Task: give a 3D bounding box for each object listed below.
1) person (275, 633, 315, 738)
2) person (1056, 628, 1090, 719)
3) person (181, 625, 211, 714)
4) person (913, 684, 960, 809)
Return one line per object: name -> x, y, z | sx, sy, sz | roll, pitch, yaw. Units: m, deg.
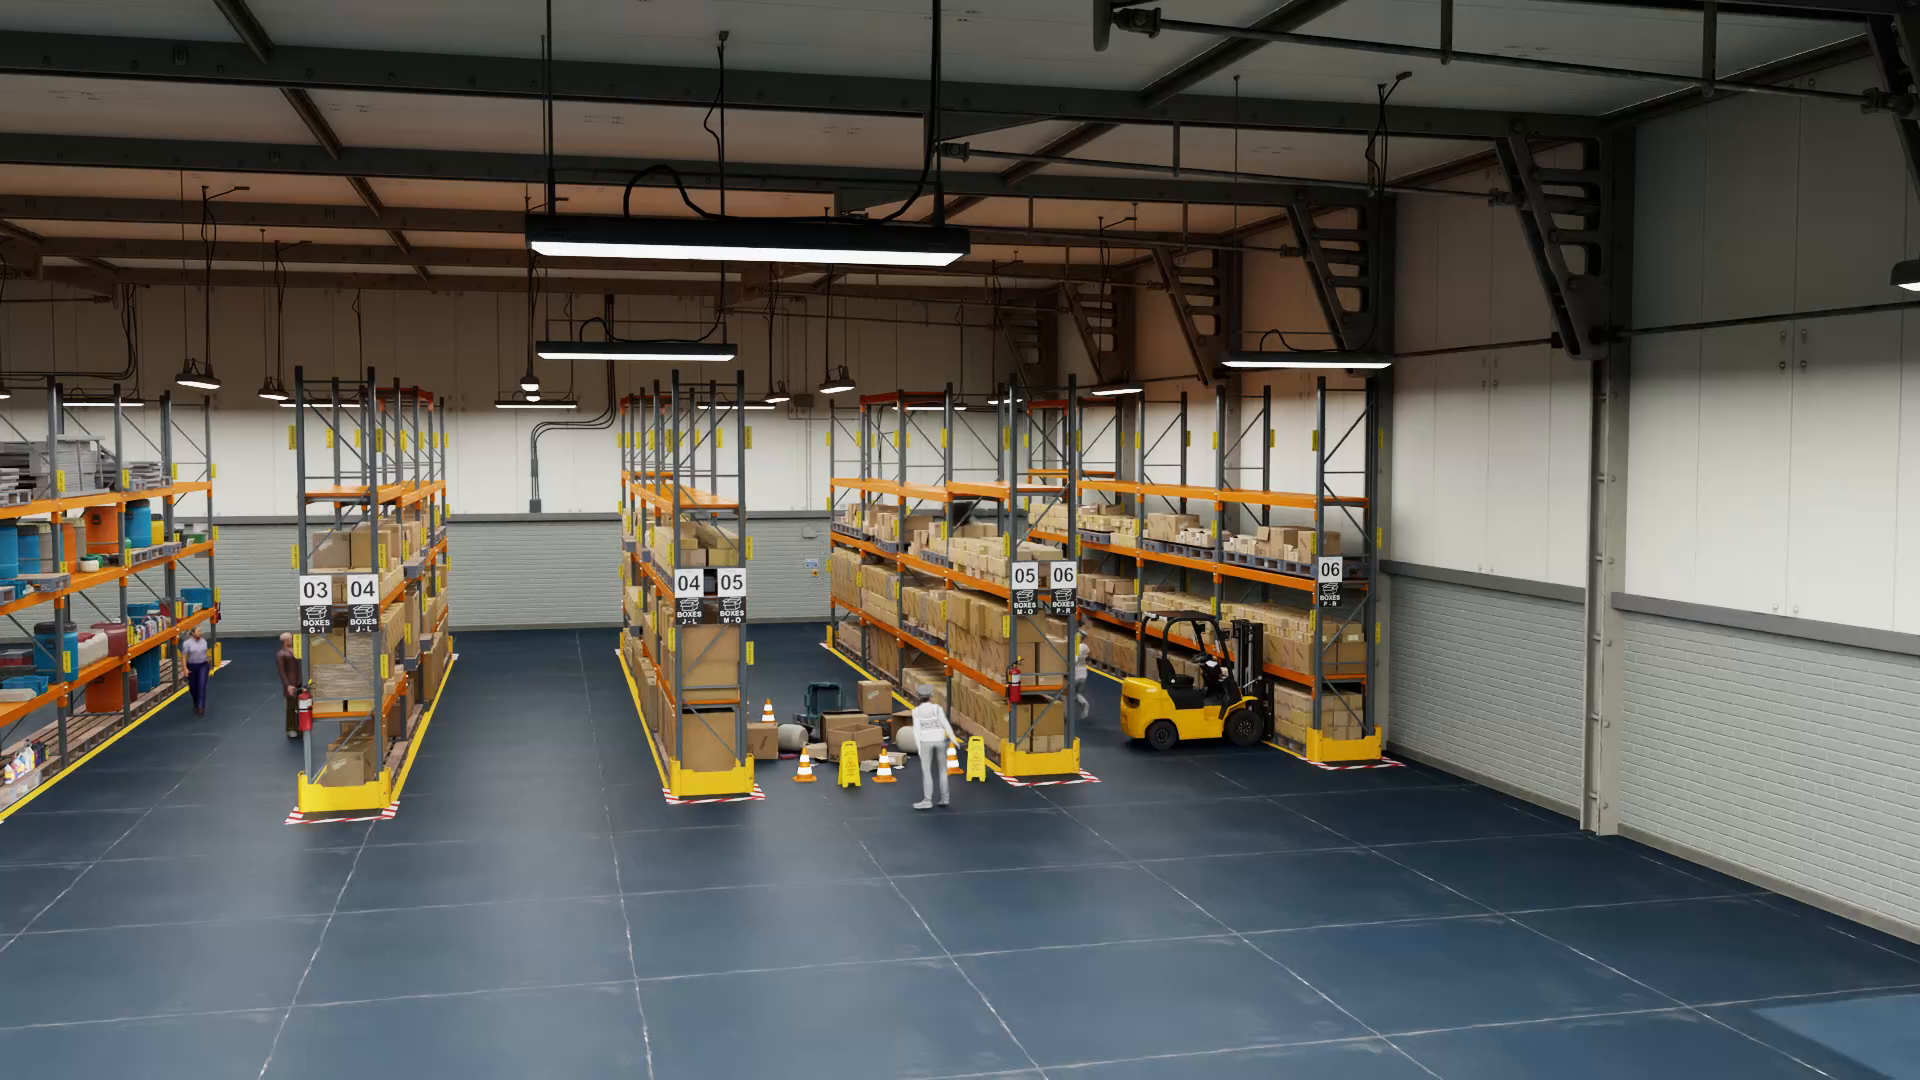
person -> -11.256, 2.452, 28.228 | 0.417, 1.792, 0.701 | 1, 4, 22
person -> 1.991, 2.401, 29.857 | 0.626, 1.655, 0.801 | -3, 4, -40
person -> -14.059, 2.373, 30.621 | 0.449, 1.610, 0.940 | -1, 3, -12
person -> -0.322, 2.804, 22.669 | 0.657, 1.704, 0.427 | 0, 3, -6
